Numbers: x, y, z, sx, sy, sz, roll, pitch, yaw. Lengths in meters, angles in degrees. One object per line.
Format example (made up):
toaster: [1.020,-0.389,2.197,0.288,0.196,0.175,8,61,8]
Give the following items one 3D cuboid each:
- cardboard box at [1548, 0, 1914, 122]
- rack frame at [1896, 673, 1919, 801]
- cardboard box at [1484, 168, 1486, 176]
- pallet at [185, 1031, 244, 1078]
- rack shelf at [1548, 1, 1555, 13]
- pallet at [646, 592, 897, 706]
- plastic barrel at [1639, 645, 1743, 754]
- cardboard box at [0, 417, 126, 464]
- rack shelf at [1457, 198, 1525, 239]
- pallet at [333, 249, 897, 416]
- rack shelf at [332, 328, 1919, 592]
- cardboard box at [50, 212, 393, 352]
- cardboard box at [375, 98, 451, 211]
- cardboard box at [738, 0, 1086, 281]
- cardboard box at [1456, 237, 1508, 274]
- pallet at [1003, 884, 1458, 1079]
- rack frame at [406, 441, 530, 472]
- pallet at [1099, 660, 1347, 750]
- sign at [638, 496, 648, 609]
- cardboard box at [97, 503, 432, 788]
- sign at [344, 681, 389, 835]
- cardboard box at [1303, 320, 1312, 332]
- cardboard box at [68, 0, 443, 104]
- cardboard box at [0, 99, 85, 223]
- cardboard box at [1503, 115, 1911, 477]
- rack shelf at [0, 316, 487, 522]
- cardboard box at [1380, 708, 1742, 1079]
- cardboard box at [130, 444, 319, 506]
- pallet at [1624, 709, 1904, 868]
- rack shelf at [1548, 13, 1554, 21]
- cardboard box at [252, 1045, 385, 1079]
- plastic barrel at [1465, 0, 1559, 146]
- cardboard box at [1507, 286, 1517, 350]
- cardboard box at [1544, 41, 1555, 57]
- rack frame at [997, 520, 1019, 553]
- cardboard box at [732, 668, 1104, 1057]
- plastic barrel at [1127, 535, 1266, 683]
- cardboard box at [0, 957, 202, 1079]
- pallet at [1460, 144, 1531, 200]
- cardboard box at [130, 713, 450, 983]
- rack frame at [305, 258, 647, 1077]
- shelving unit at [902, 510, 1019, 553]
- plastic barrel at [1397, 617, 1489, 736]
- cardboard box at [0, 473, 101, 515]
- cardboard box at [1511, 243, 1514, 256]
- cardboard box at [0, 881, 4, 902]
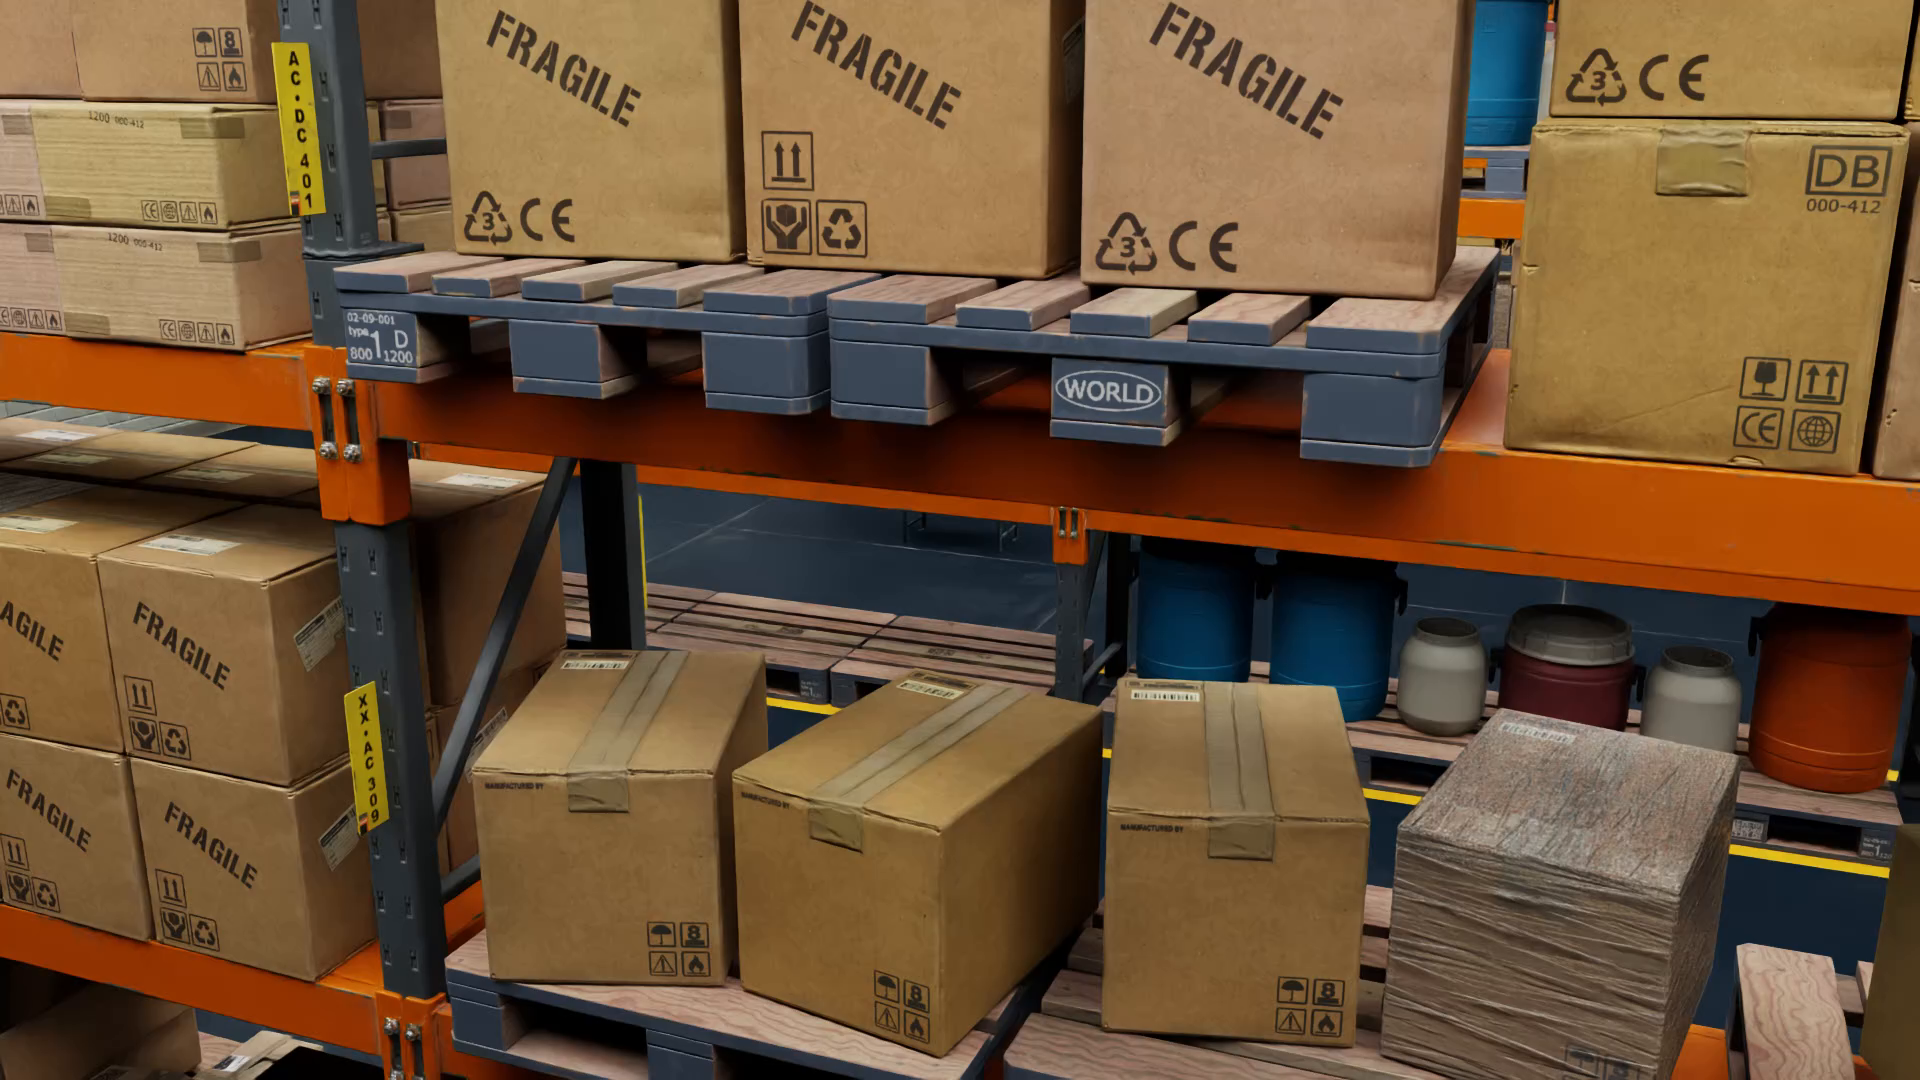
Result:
cardboard box: [1.275,-0.963,2.757,0.500,0.500,0.500,6,17,21]
rack frame: [4.449,-0.128,7.233,0.127,3.000,1.000,6,17,21]
cardboard box: [6.968,-4.755,21.201,0.500,0.500,0.500,6,17,20]
pallet: [-2.871,1.892,5.279,1.213,0.211,1.003,6,17,21]
rack shelf: [8.042,-6.531,20.536,4.000,0.370,1.077,6,17,21]
pallet: [-1.109,0.613,9.684,1.213,0.211,1.003,6,17,21]
plastic barrel: [3.429,0.785,7.798,0.421,0.512,0.421,0,16,0]
cardboard box: [-2.867,-0.060,5.027,0.500,0.500,0.500,7,18,22]
rack shelf: [2.588,-1.427,7.620,4.000,0.370,1.077,6,17,21]
pallet: [-0.512,-0.518,3.534,1.003,0.211,1.213,6,17,21]
rack shelf: [0.767,-0.143,3.196,4.000,0.370,1.077,6,17,21]
cardboard box: [-1.643,-0.602,3.755,0.500,0.250,0.500,6,17,21]
cardboard box: [-1.454,-0.975,4.145,0.500,0.250,0.500,6,17,21]
cardboard box: [-0.022,-0.858,3.256,0.600,0.600,0.600,6,17,20]
cardboard box: [3.776,-2.215,12.444,0.637,0.503,0.797,6,17,21]
pallet: [0.817,1.051,3.517,1.213,0.211,1.003,6,17,21]
rack frame: [-2.993,-0.946,10.052,0.127,3.000,1.000,6,17,21]
pallet: [1.430,0.892,8.722,1.213,0.211,1.003,6,17,21]
sign: [-0.893,0.047,4.554,0.005,0.325,0.100,6,17,21]
cardboard box: [-1.659,0.235,4.012,0.500,0.500,0.500,6,17,21]
sign: [-1.285,0.473,3.611,0.005,0.325,0.100,6,17,21]
cardboard box: [2.881,-1.758,12.668,0.500,0.500,0.500,6,17,21]
cardboard box: [-1.560,-1.261,3.785,0.500,0.500,0.700,6,17,21]
cardboard box: [-2.109,-0.893,3.860,0.500,0.250,0.500,6,17,21]
cardboard box: [1.251,-0.473,2.864,0.500,0.500,0.910,6,17,21]
rack shelf: [-2.954,-0.552,4.606,4.000,0.370,1.077,6,17,21]
cardboard box: [1.220,0.729,3.351,0.500,0.500,0.700,10,19,31]
cardboard box: [-1.908,0.045,4.664,0.500,0.500,0.500,6,17,19]
pallet: [3.700,1.142,7.863,1.213,0.211,1.003,6,17,21]
rack shelf: [9.860,-7.818,24.971,4.000,0.370,1.077,6,17,21]
cardboard box: [-1.727,1.752,4.453,0.500,0.500,0.500,6,17,21]
plastic barrel: [2.372,-2.285,7.631,0.708,0.901,0.600,6,17,21]
cardboard box: [4.297,-1.604,12.138,0.500,0.500,0.500,7,17,22]
cardboard box: [4.358,-3.307,11.868,0.637,0.503,0.797,6,17,20]
rack frame: [0.347,-0.682,11.833,0.023,1.500,0.400,6,17,21]
cardboard box: [-0.072,0.658,3.594,0.500,0.500,0.700,9,19,29]
plastic barrel: [1.228,0.329,8.670,0.708,0.901,0.600,6,17,21]
cardboard box: [-2.843,1.544,5.163,0.637,0.503,0.797,6,17,21]
pallet: [2.549,-1.717,7.665,1.213,0.211,1.003,6,17,21]
cardboard box: [-1.652,0.715,4.152,0.500,0.500,0.500,7,17,22]
rack frame: [-1.093,0.747,4.219,0.127,3.000,1.000,6,17,21]
shelving unit: [0.006,-0.720,11.962,0.755,1.500,0.431,6,17,21]
plastic barrel: [2.379,0.670,8.196,0.421,0.512,0.421,0,16,0]
cardboard box: [-2.605,0.131,4.368,0.500,0.500,0.500,6,17,21]
cardboard box: [5.618,-2.914,16.527,0.250,0.149,0.380,5,17,18]
cardboard box: [-2.611,0.610,4.511,0.500,0.500,0.500,7,17,22]
